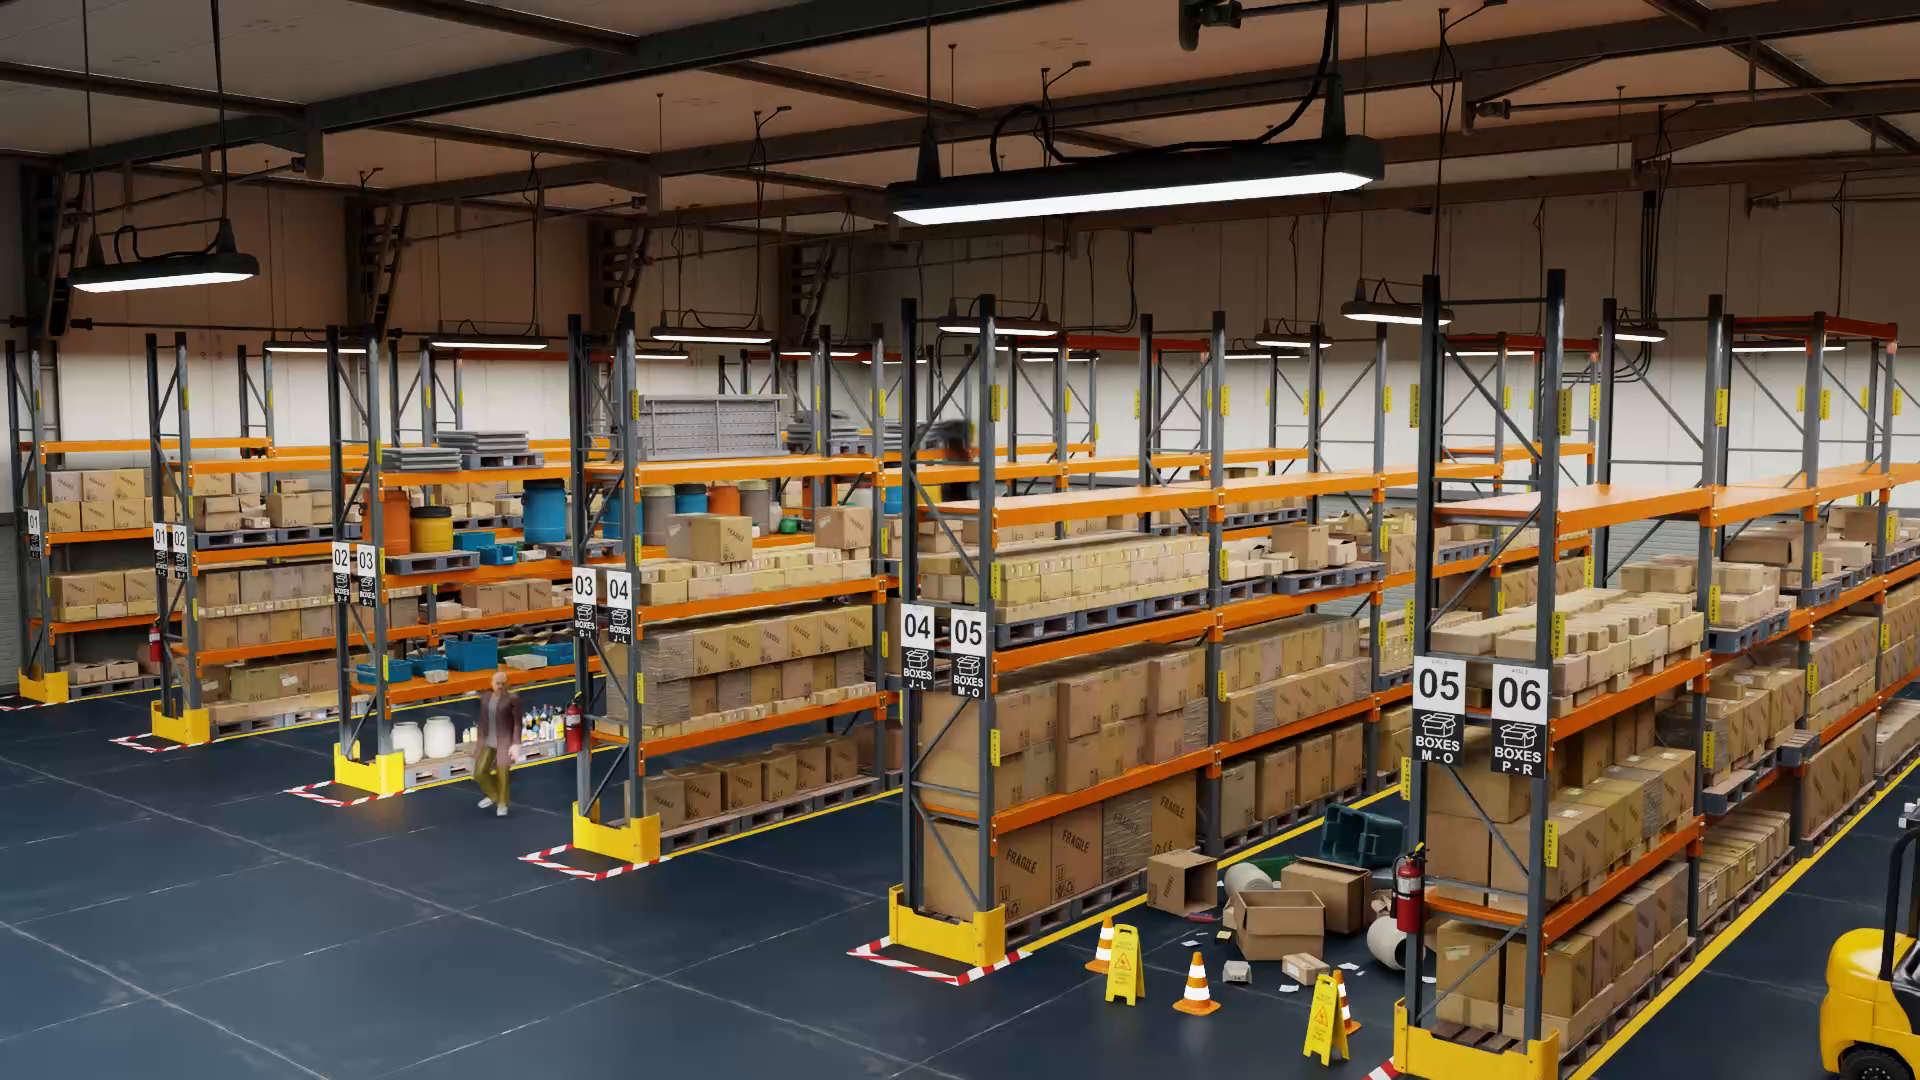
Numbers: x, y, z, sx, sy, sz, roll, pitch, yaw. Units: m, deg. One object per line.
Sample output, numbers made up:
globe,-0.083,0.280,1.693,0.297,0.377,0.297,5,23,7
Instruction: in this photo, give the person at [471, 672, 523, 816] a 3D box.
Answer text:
person,-5.598,2.513,20.103,0.662,1.659,0.515,1,5,10

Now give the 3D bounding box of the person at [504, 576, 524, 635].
person,-8.829,1.441,33.027,0.546,1.494,0.833,1,5,15
